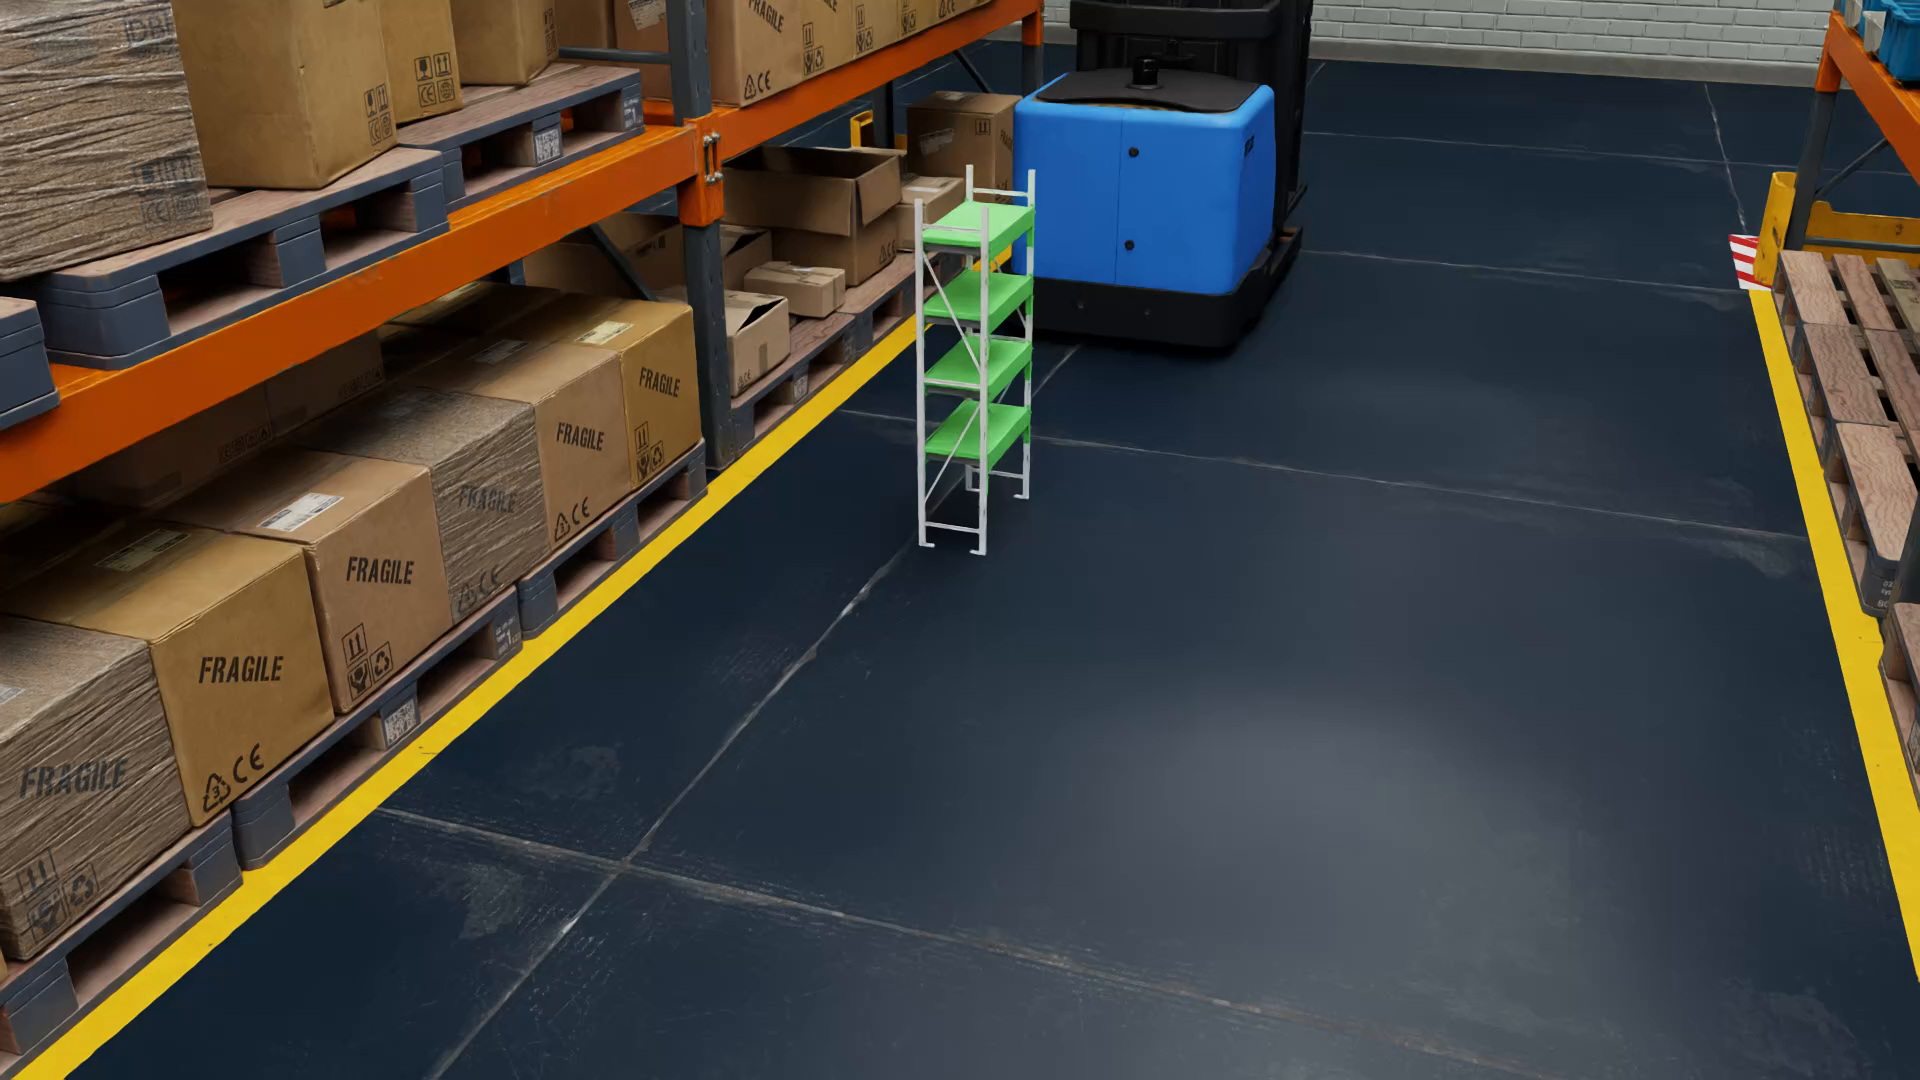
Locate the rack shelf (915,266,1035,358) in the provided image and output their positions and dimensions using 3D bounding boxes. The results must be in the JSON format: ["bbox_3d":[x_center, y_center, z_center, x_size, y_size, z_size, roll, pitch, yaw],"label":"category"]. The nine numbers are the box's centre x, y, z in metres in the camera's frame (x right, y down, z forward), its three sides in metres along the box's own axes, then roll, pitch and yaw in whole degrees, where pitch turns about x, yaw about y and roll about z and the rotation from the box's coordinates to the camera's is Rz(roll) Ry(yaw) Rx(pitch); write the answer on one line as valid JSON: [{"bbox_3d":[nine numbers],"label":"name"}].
[{"bbox_3d":[0.055,-0.767,5.552,0.258,0.148,0.480,9,27,17],"label":"rack shelf"}]

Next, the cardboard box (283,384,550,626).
[{"bbox_3d":[-1.586,-0.116,4.911,0.500,0.500,0.500,9,27,18],"label":"cardboard box"}]

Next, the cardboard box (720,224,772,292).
[{"bbox_3d":[-1.180,-1.267,7.505,0.500,0.311,0.500,9,27,17],"label":"cardboard box"}]

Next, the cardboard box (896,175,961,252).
[{"bbox_3d":[-0.314,-1.655,8.376,0.500,0.250,0.500,9,27,17],"label":"cardboard box"}]

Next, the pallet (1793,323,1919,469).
[{"bbox_3d":[3.930,-0.531,6.605,1.003,0.211,1.213,9,27,17],"label":"pallet"}]

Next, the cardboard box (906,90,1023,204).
[{"bbox_3d":[0.031,-2.153,9.118,0.500,0.500,0.500,9,27,17],"label":"cardboard box"}]

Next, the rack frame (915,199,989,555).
[{"bbox_3d":[-0.026,-0.508,5.422,0.240,1.200,0.015,9,27,17],"label":"rack frame"}]

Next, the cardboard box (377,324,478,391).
[{"bbox_3d":[-1.910,-0.384,5.465,0.500,0.500,0.500,9,27,18],"label":"cardboard box"}]

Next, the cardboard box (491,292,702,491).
[{"bbox_3d":[-1.246,-0.524,5.754,0.500,0.500,0.500,9,27,17],"label":"cardboard box"}]

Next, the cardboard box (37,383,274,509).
[{"bbox_3d":[-2.242,-0.325,4.483,0.500,0.250,0.500,8,27,16],"label":"cardboard box"}]

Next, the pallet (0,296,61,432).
[{"bbox_3d":[-2.524,-0.254,3.053,1.213,0.211,1.003,9,27,17],"label":"pallet"}]

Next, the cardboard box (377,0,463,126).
[{"bbox_3d":[-1.889,-1.476,4.759,0.700,0.500,0.500,13,29,26],"label":"cardboard box"}]

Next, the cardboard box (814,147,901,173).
[{"bbox_3d":[-0.636,-1.912,8.907,0.500,0.250,0.500,9,27,17],"label":"cardboard box"}]

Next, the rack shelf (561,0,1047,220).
[{"bbox_3d":[-0.686,-2.194,7.664,1.077,0.370,4.000,9,27,17],"label":"rack shelf"}]

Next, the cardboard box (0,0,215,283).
[{"bbox_3d":[-2.095,-0.909,3.589,0.700,0.500,0.500,14,29,27],"label":"cardboard box"}]

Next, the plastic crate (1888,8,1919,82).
[{"bbox_3d":[3.718,-1.853,6.258,0.416,0.233,0.300,9,27,17],"label":"plastic crate"}]

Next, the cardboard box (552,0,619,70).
[{"bbox_3d":[-1.428,-1.983,6.289,0.500,0.500,0.500,9,27,18],"label":"cardboard box"}]

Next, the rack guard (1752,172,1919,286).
[{"bbox_3d":[4.645,-1.506,8.287,1.175,0.500,0.348,9,27,17],"label":"rack guard"}]

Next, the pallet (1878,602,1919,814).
[{"bbox_3d":[3.022,0.590,4.288,1.003,0.211,1.213,9,27,17],"label":"pallet"}]

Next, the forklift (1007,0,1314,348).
[{"bbox_3d":[1.187,-2.787,8.144,1.130,2.935,3.031,9,27,17],"label":"forklift"}]

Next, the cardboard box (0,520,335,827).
[{"bbox_3d":[-1.921,0.308,4.035,0.500,0.500,0.500,8,27,17],"label":"cardboard box"}]

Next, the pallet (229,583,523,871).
[{"bbox_3d":[-1.991,0.402,4.677,1.003,0.211,1.213,9,27,17],"label":"pallet"}]

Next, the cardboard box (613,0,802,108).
[{"bbox_3d":[-0.925,-1.910,6.139,0.500,0.500,0.500,9,27,19],"label":"cardboard box"}]

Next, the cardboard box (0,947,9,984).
[{"bbox_3d":[-2.262,0.730,3.164,0.500,0.500,0.500,10,28,20],"label":"cardboard box"}]

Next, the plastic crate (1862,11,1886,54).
[{"bbox_3d":[3.846,-2.075,6.828,0.250,0.136,0.298,9,27,17],"label":"plastic crate"}]

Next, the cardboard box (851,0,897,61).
[{"bbox_3d":[-0.589,-2.327,6.998,0.500,0.500,0.500,9,27,17],"label":"cardboard box"}]

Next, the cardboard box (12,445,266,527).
[{"bbox_3d":[-2.252,0.028,4.614,0.500,0.500,0.500,8,27,15],"label":"cardboard box"}]

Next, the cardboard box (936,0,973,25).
[{"bbox_3d":[-0.254,-2.743,7.858,0.500,0.500,0.500,9,27,18],"label":"cardboard box"}]

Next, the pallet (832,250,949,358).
[{"bbox_3d":[-0.718,-1.225,8.039,1.003,0.211,1.213,9,27,17],"label":"pallet"}]

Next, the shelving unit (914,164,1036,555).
[{"bbox_3d":[0.055,-0.608,5.629,0.258,1.200,0.503,9,27,17],"label":"shelving unit"}]

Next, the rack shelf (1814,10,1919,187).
[{"bbox_3d":[3.983,-1.474,6.177,1.077,0.370,4.000,9,27,17],"label":"rack shelf"}]

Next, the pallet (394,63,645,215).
[{"bbox_3d":[-1.721,-1.297,5.206,1.003,0.211,1.213,9,27,17],"label":"pallet"}]

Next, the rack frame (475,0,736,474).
[{"bbox_3d":[-1.352,-1.696,5.810,1.000,3.000,0.127,9,27,17],"label":"rack frame"}]

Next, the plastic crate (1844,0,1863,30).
[{"bbox_3d":[4.072,-2.354,7.404,0.250,0.136,0.298,9,27,17],"label":"plastic crate"}]

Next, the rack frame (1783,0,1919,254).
[{"bbox_3d":[4.649,-2.619,7.718,1.000,3.000,0.127,9,27,17],"label":"rack frame"}]

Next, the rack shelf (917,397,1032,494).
[{"bbox_3d":[0.055,-0.335,5.761,0.258,0.148,0.480,9,27,17],"label":"rack shelf"}]

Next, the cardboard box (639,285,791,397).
[{"bbox_3d":[-1.008,-0.824,6.591,0.500,0.311,0.500,9,27,17],"label":"cardboard box"}]
